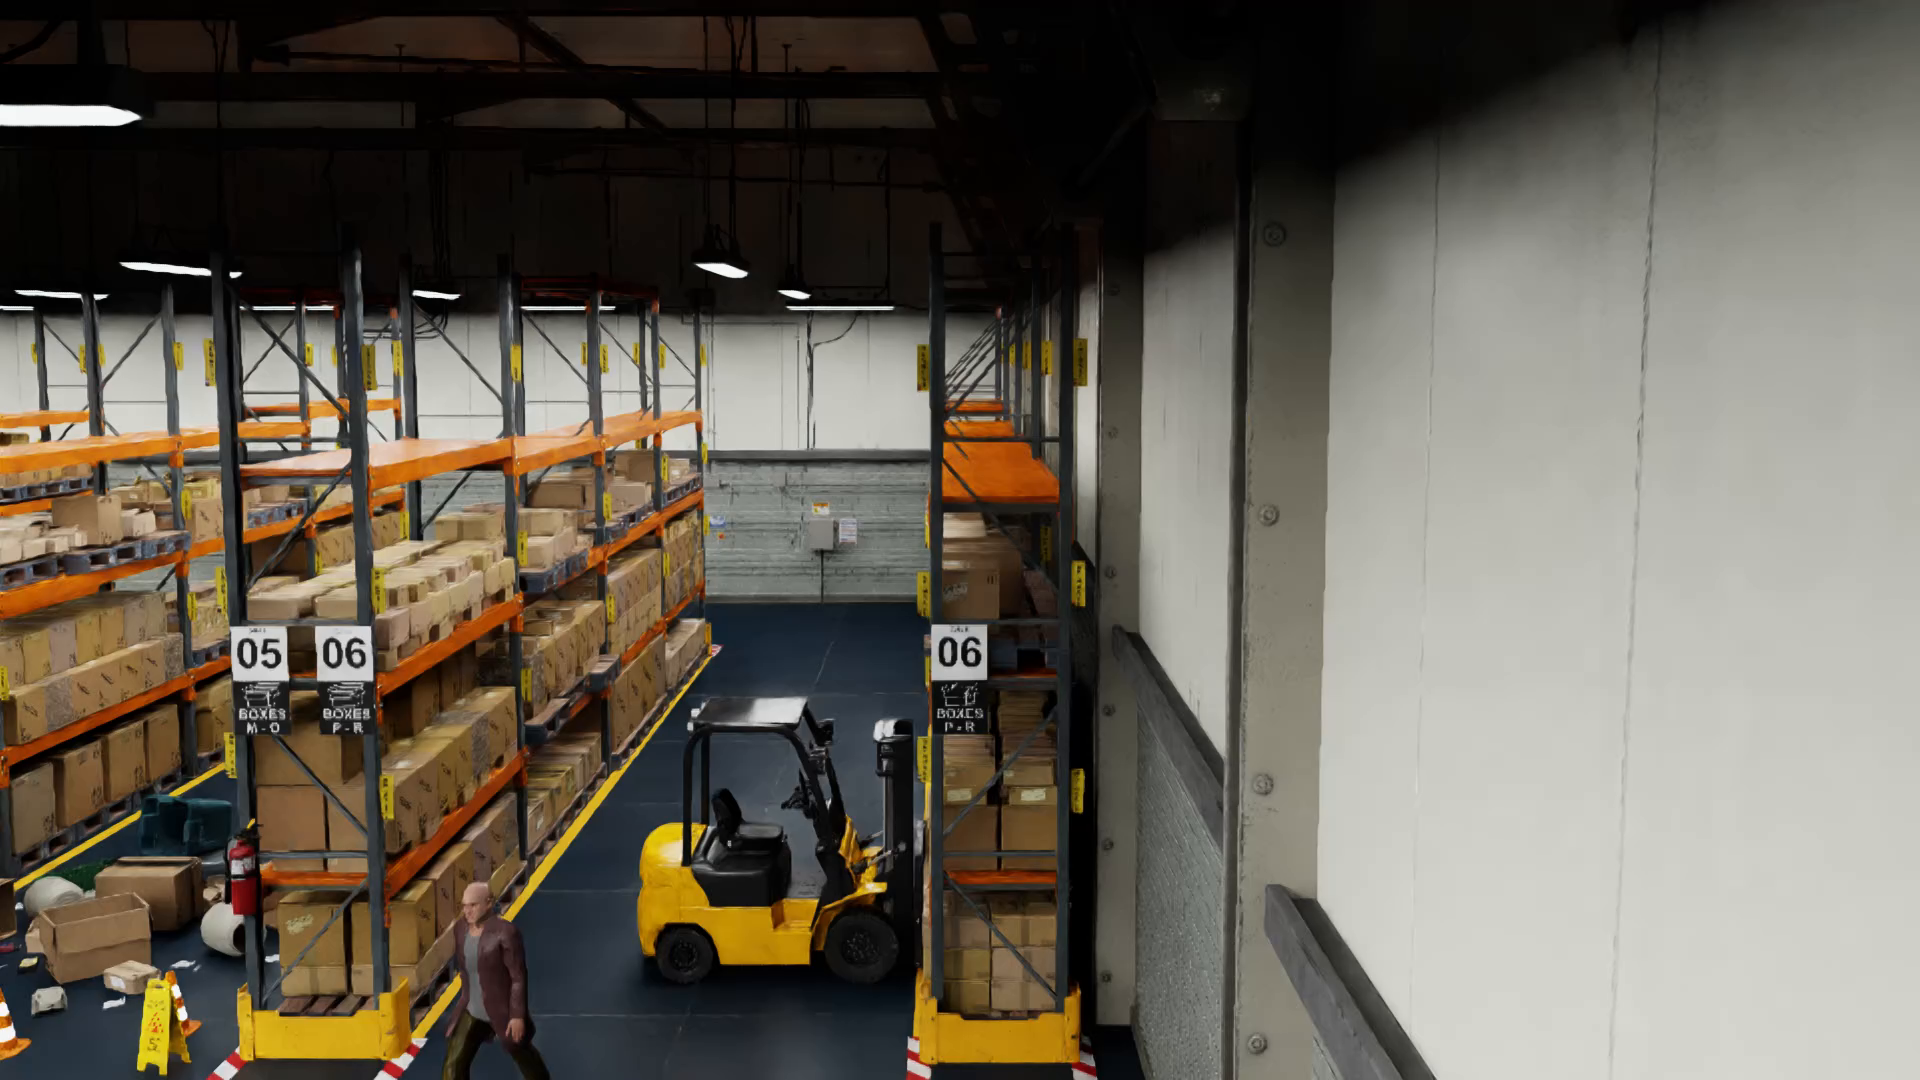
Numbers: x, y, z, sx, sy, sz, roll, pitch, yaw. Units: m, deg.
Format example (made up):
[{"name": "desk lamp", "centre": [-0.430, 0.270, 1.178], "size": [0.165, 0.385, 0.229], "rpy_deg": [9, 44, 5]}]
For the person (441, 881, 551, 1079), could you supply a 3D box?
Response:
[{"name": "person", "centre": [-3.043, 3.014, 10.937], "size": [0.633, 1.671, 0.863], "rpy_deg": [3, 7, 22]}]
